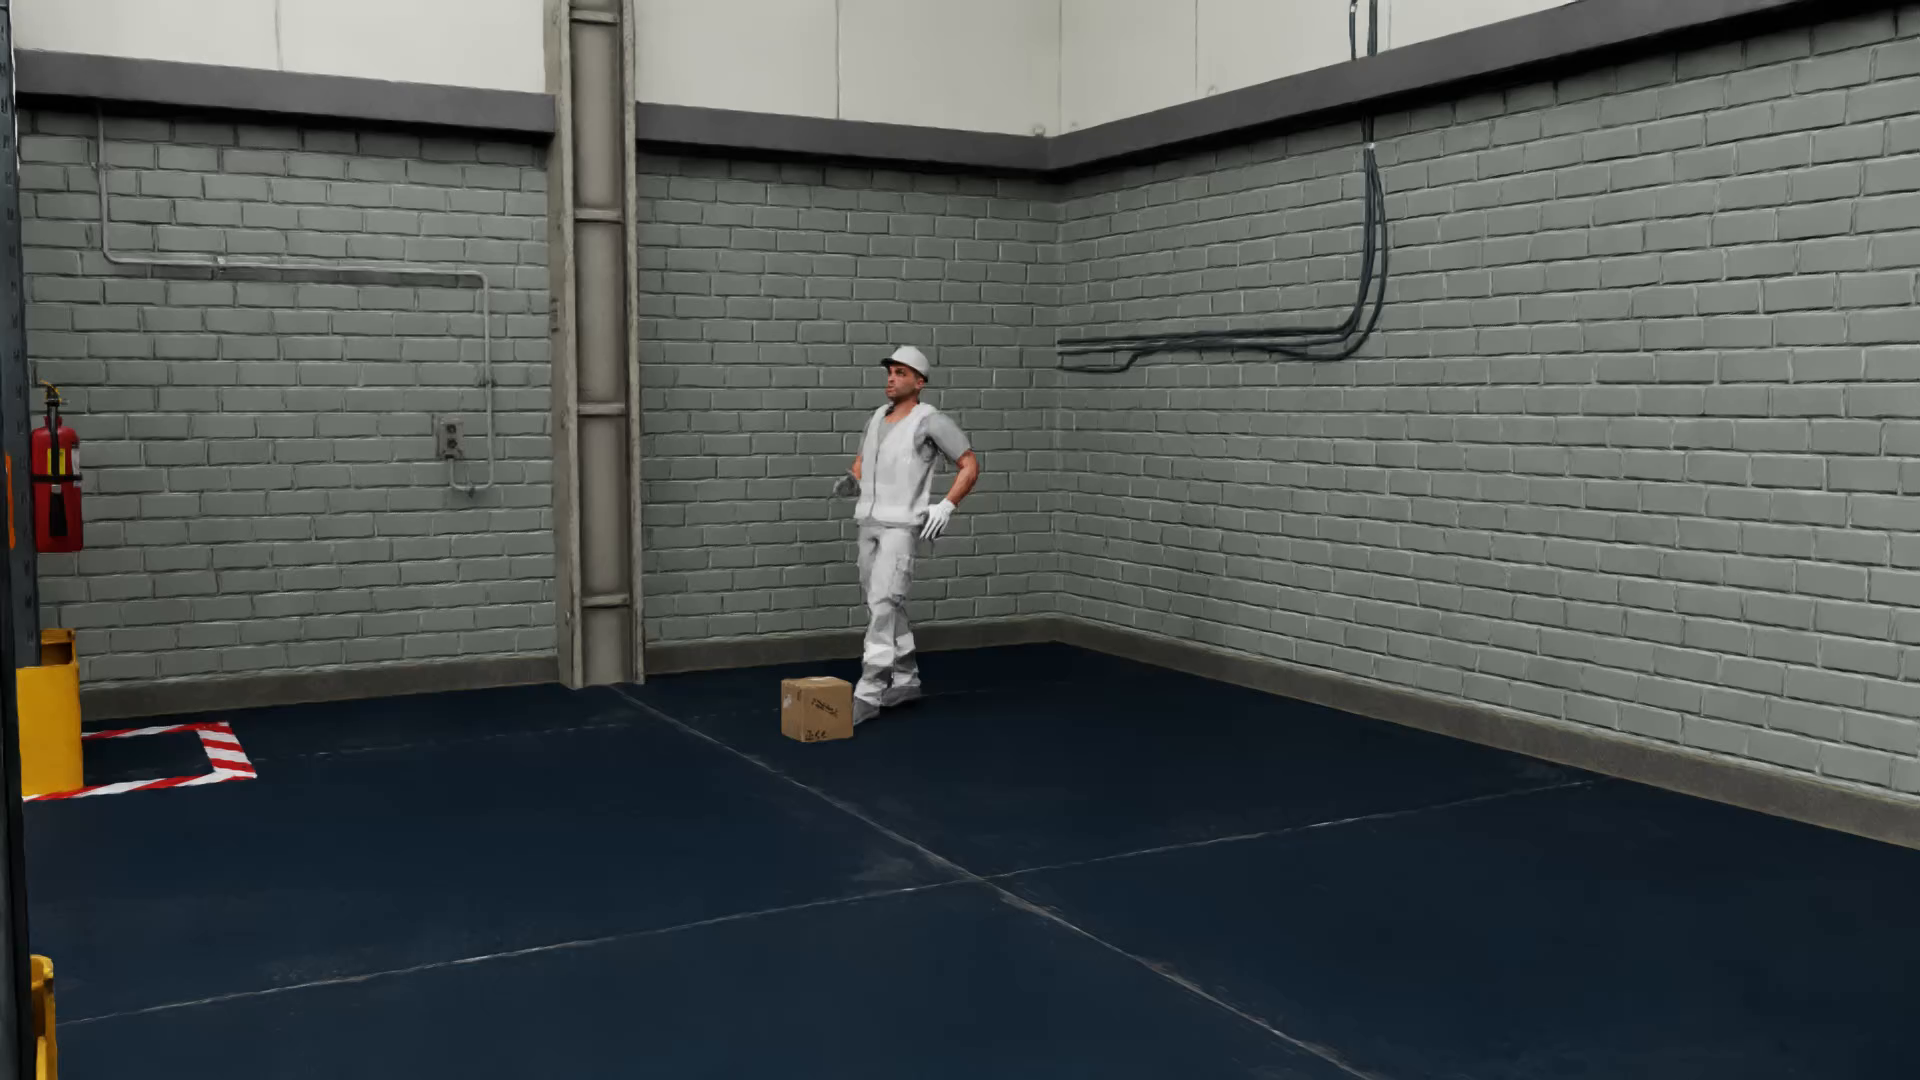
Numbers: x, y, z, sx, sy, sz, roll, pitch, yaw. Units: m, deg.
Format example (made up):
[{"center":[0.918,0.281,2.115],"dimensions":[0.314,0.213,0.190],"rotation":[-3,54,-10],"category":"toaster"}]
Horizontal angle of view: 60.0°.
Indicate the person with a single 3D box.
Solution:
[{"center":[-0.390,-0.034,7.976],"dimensions":[0.709,1.796,0.709],"rotation":[5,7,43],"category":"person"}]
